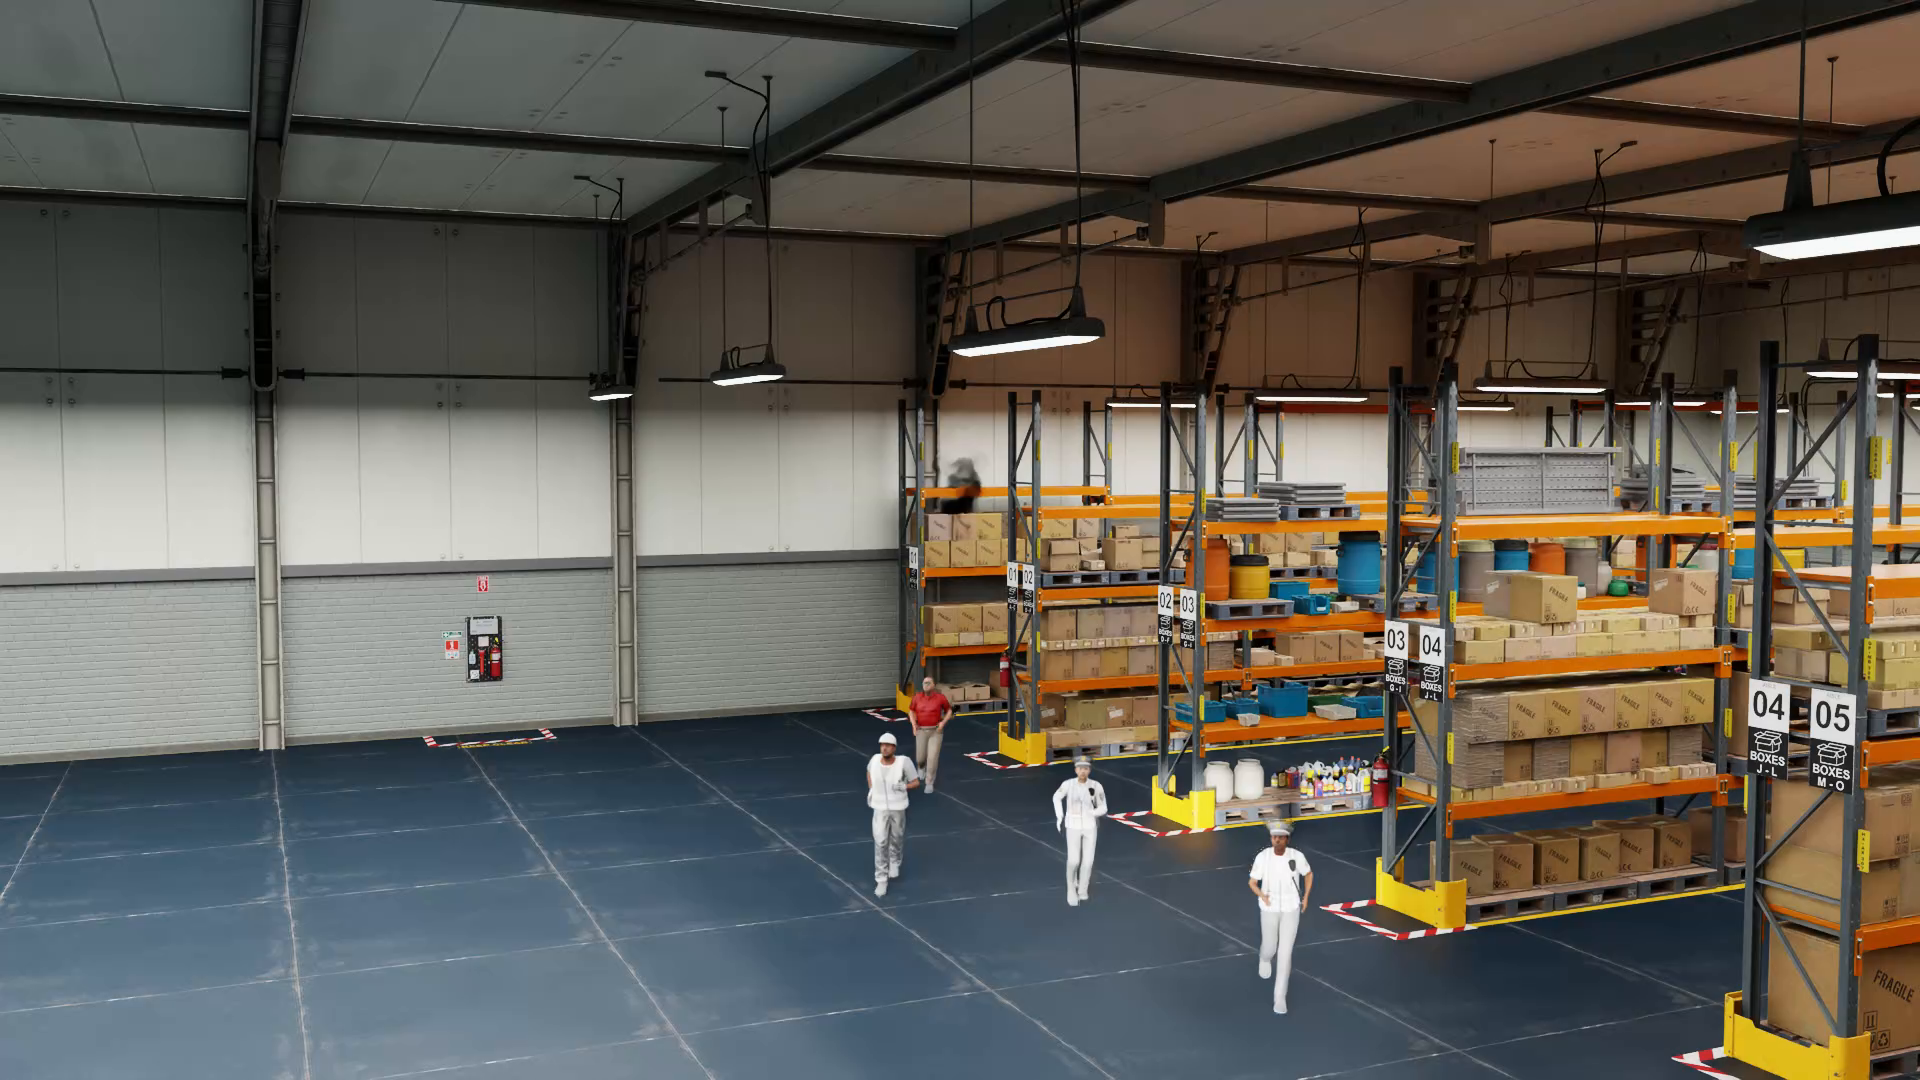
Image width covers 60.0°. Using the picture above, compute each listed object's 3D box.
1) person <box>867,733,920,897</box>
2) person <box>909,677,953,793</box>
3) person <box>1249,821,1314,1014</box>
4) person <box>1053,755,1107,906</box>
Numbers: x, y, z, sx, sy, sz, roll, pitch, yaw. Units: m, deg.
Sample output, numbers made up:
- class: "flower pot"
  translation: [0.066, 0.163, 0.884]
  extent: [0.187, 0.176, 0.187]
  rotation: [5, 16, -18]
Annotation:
- class: "person"
  translation: [-0.789, 3.140, 19.301]
  extent: [0.655, 1.827, 0.877]
  rotation: [0, 3, 5]
- class: "person"
  translation: [-0.442, 2.876, 24.757]
  extent: [0.659, 1.701, 0.603]
  rotation: [0, 3, 7]
- class: "person"
  translation: [2.972, 3.429, 15.407]
  extent: [0.588, 1.709, 0.826]
  rotation: [1, 3, 12]
- class: "person"
  translation: [1.346, 3.233, 18.509]
  extent: [0.582, 1.690, 0.658]
  rotation: [0, 3, -1]
